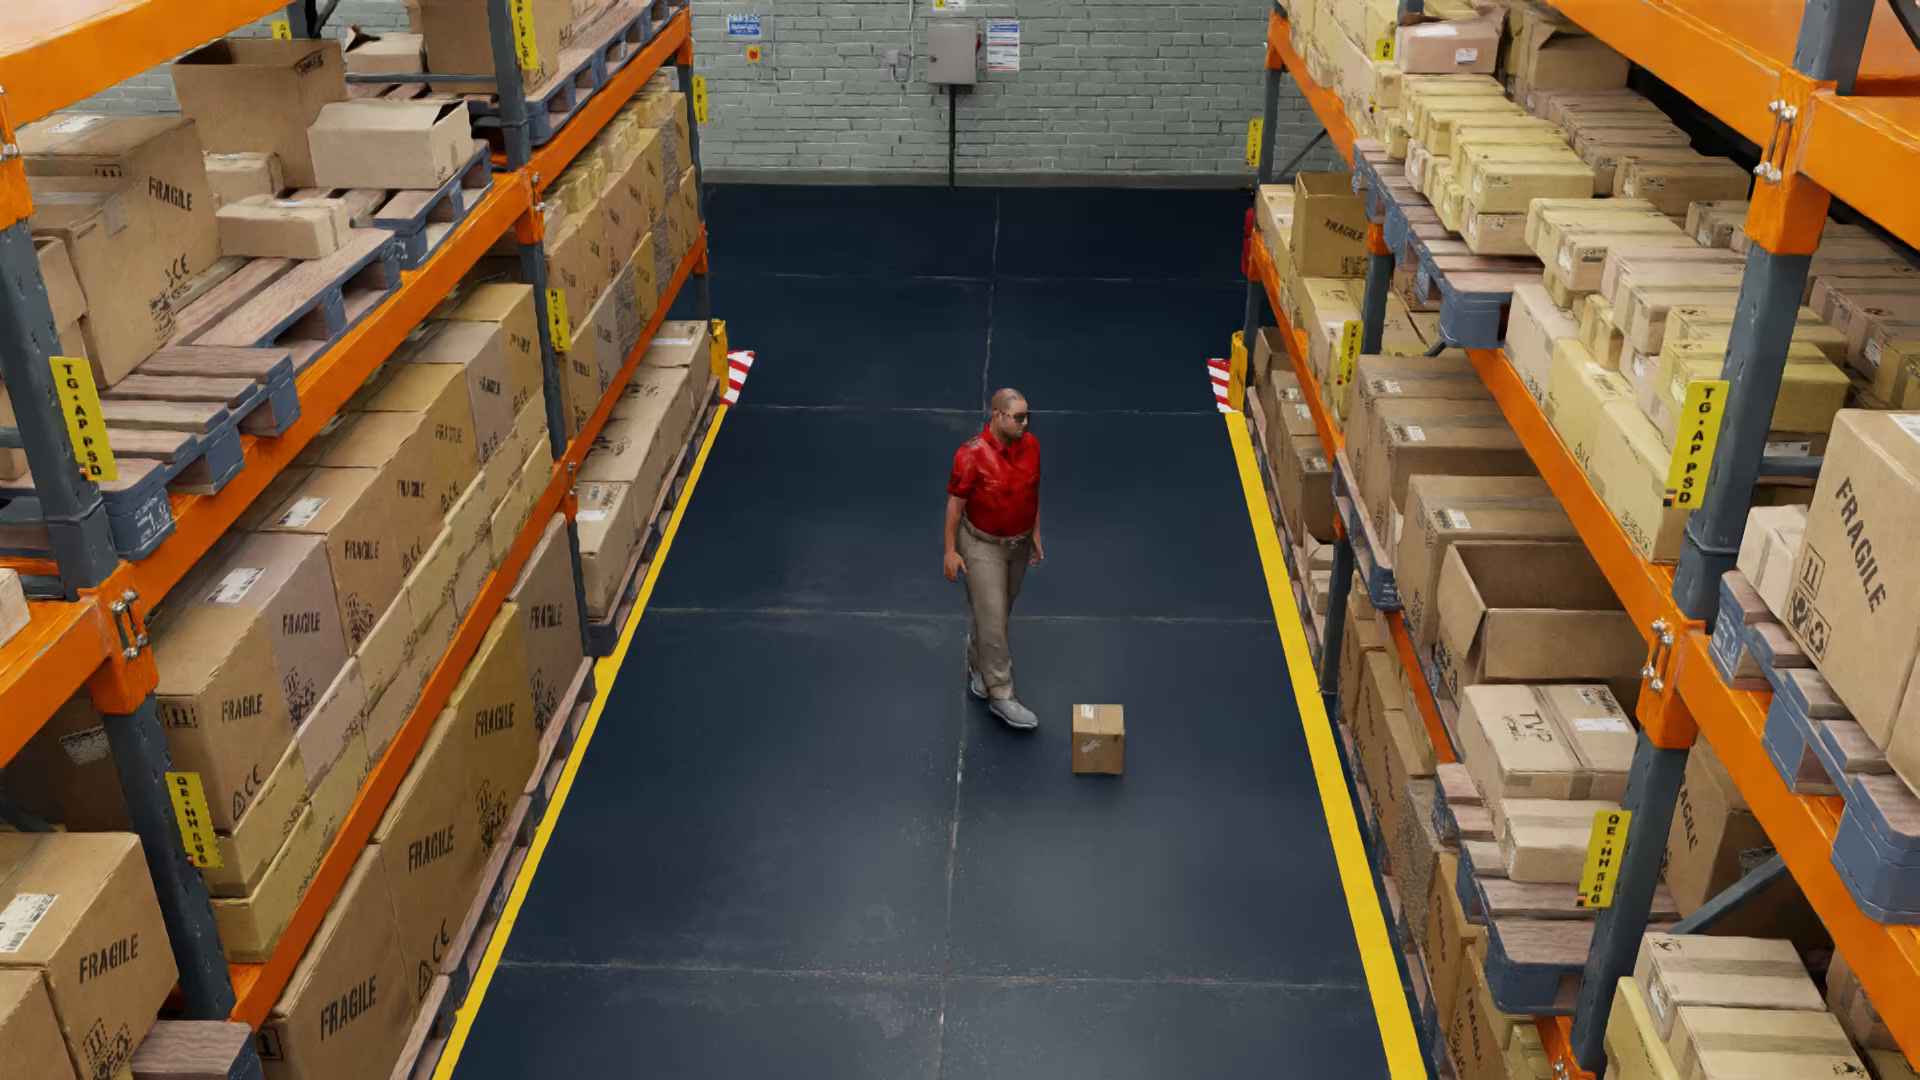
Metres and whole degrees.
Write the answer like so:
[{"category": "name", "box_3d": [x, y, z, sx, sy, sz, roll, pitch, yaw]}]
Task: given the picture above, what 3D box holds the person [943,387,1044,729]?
[{"category": "person", "box_3d": [0.275, 0.082, 8.480, 0.582, 1.721, 0.710, -20, 34, -33]}]
